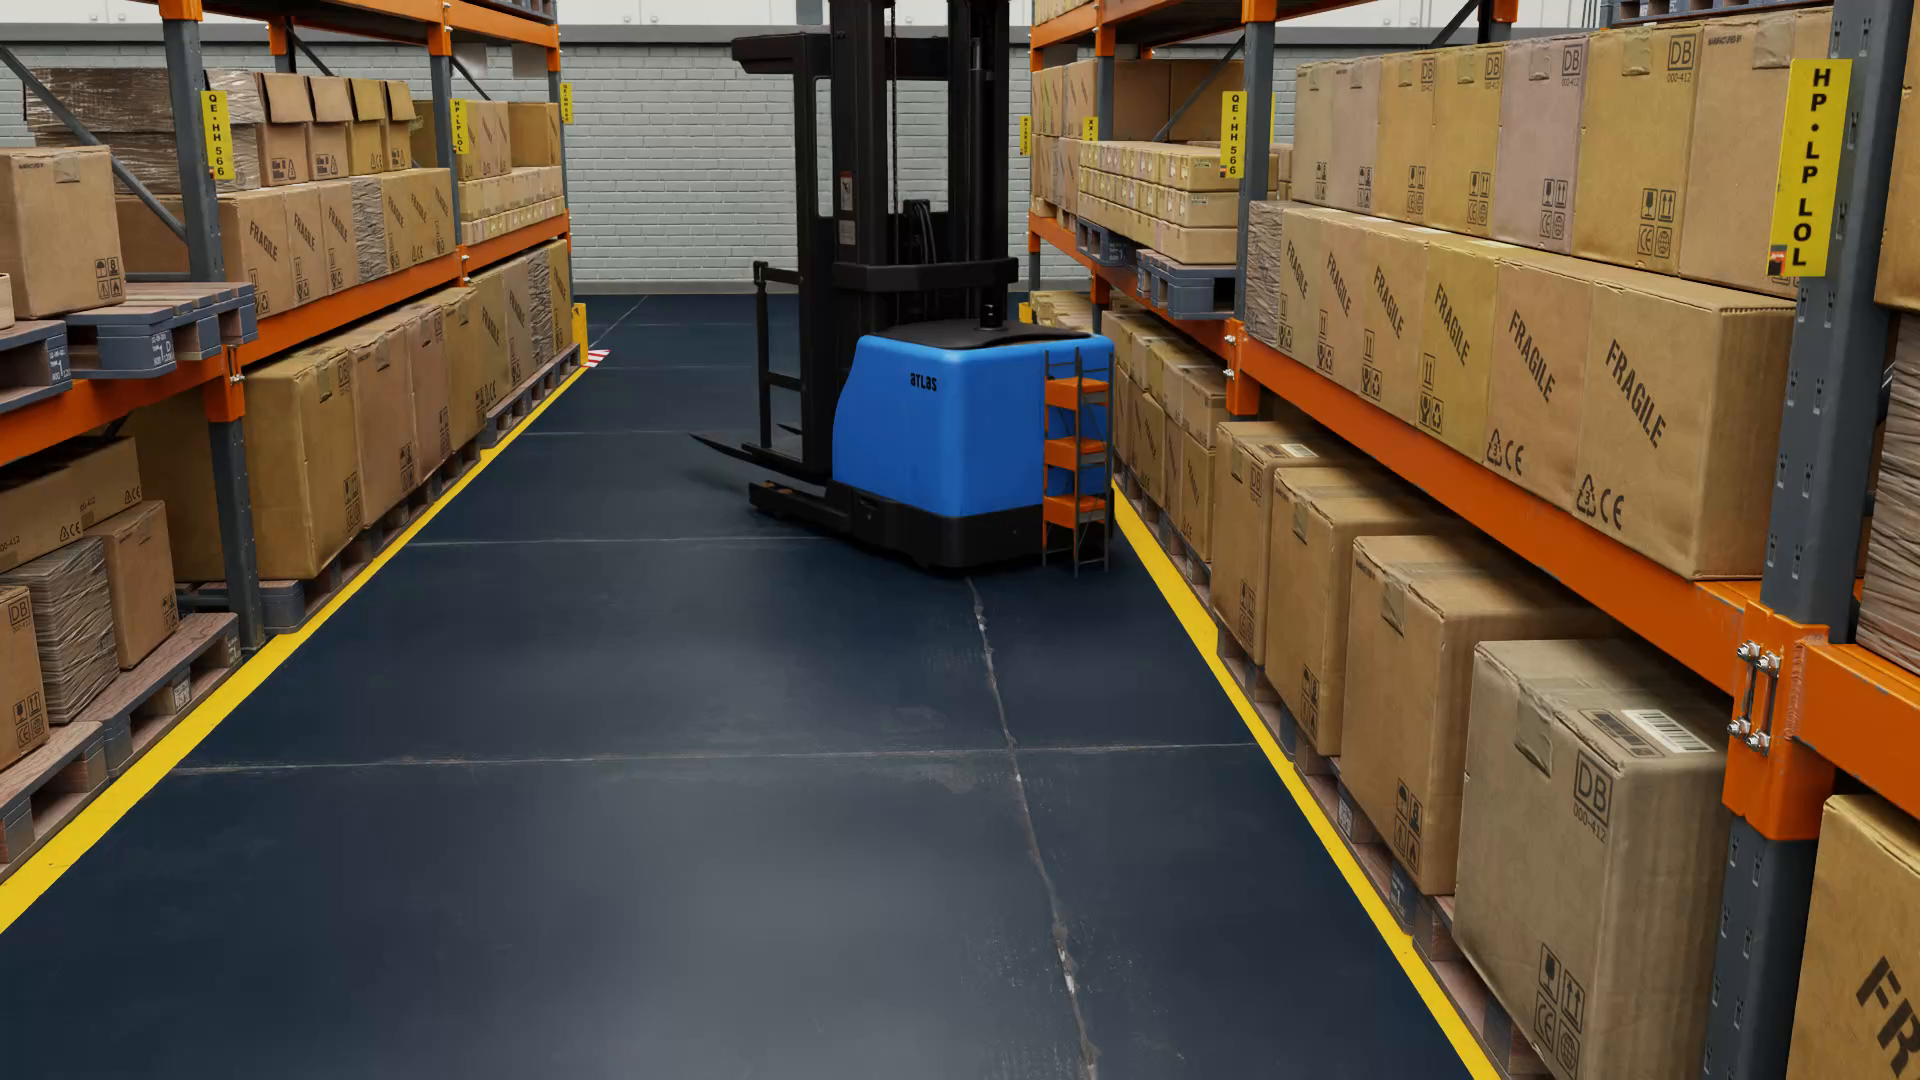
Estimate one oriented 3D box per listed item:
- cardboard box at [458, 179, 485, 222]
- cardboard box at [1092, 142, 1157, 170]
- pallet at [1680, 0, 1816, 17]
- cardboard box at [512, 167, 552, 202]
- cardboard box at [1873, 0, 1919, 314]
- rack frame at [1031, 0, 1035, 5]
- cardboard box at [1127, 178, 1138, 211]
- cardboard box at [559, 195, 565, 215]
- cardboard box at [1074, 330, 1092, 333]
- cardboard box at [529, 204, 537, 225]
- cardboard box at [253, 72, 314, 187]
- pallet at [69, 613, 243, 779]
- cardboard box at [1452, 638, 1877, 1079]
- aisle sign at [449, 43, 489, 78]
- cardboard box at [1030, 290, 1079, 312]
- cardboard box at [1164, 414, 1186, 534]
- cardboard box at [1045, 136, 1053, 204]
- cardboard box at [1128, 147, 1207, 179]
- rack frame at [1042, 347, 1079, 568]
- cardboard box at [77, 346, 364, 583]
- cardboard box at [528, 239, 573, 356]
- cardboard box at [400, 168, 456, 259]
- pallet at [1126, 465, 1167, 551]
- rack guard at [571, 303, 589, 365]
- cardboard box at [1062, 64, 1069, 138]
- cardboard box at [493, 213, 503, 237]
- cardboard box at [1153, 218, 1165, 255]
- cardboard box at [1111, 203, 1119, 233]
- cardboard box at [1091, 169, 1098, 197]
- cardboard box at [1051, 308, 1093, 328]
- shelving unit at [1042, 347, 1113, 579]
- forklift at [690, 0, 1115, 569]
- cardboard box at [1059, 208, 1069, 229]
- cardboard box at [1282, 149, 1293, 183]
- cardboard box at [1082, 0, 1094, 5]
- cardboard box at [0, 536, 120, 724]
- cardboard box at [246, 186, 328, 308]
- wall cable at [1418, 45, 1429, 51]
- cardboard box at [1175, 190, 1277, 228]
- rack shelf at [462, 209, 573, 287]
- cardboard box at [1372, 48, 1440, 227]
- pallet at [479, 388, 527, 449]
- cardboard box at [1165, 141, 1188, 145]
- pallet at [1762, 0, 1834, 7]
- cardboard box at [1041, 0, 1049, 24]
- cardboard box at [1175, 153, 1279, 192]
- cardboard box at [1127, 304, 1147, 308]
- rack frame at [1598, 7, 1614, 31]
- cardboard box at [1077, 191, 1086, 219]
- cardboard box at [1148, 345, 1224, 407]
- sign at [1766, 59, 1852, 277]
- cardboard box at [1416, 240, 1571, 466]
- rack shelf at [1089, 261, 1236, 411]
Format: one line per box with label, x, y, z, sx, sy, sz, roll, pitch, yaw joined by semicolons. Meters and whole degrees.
cardboard box;-3.373;-2.188;10.715;0.500;0.250;0.500;-1;14;-4
cardboard box;0.954;-2.179;9.443;0.380;0.149;0.250;-1;14;-3
pallet;6.173;-4.065;12.463;1.003;0.211;1.213;-1;14;-3
cardboard box;-3.527;-2.819;13.169;0.500;0.250;0.500;-1;14;-4
cardboard box;1.836;-0.561;2.219;0.875;0.550;0.550;-1;14;-3
rack frame;1.104;-5.947;13.582;1.000;3.000;0.127;-1;14;-3
cardboard box;1.033;-1.715;8.236;0.380;0.149;0.250;-1;14;-2
cardboard box;-3.502;-2.785;13.837;0.380;0.149;0.250;-1;14;-2
cardboard box;0.992;-1.367;11.505;0.380;0.149;0.250;-1;14;-4
cardboard box;-3.421;-2.467;12.599;0.380;0.149;0.250;-1;14;-3
cardboard box;-3.424;-1.879;7.597;0.797;0.503;0.637;-1;14;-2
pallet;-3.310;0.544;5.989;1.003;0.211;1.213;-1;14;-3
cardboard box;1.719;0.676;3.553;1.050;0.750;0.750;-1;14;-4
aisle sign;-4.157;-4.263;13.857;0.394;0.787;0.004;-1;14;-3
cardboard box;0.797;-2.017;14.032;0.380;0.149;0.250;-2;15;-6
cardboard box;1.270;-0.334;7.979;0.500;0.500;0.500;0;14;-1
cardboard box;0.932;-2.864;12.840;0.500;0.500;0.500;-1;14;-3
cardboard box;1.034;-1.859;8.198;0.380;0.149;0.250;0;14;-1
rack frame;0.480;-0.389;7.930;0.200;1.050;0.008;-10;18;-34
cardboard box;-3.379;-0.347;7.278;1.225;0.875;0.875;-2;15;-6
cardboard box;-3.733;-2.007;13.728;0.875;0.875;0.875;-1;14;-3
cardboard box;-3.303;-1.932;9.815;0.500;0.500;0.500;-1;14;-3
pallet;1.480;-0.199;8.876;1.003;0.211;1.213;-1;14;-3
rack guard;-3.854;-1.786;14.464;1.175;0.500;0.348;-1;14;-3
cardboard box;0.998;-3.093;11.722;0.500;0.500;0.500;-1;14;-2
cardboard box;-3.342;-2.149;11.363;0.380;0.149;0.250;-1;14;-5
cardboard box;1.080;-1.375;7.514;0.380;0.149;0.250;-1;14;-2
cardboard box;1.003;-1.699;8.772;0.380;0.149;0.250;-1;14;-4
cardboard box;0.952;-2.039;9.497;0.380;0.149;0.250;-1;14;-2
cardboard box;0.899;-1.690;12.761;0.380;0.149;0.250;-1;14;-3
shelving unit;0.550;-0.364;7.834;0.215;1.050;0.252;-10;18;-34
forklift;-0.497;-1.593;8.836;1.130;2.935;3.031;-10;18;-34
cardboard box;0.932;-2.381;12.263;0.380;0.149;0.250;-1;14;-2
cardboard box;1.719;-1.734;7.713;0.380;0.149;0.250;-1;15;-6
cardboard box;1.052;-3.545;10.566;0.500;0.250;0.500;-1;14;-2
cardboard box;-3.248;0.301;5.472;0.700;0.500;0.500;-2;15;-8
cardboard box;-3.150;-1.303;7.369;0.500;0.500;0.500;-1;14;-5
wall cable;5.666;-5.053;20.043;0.585;1.953;0.123;-1;14;-3
cardboard box;1.115;-1.394;6.989;0.380;0.149;0.250;-1;14;-2
rack shelf;-3.729;-2.145;12.286;1.077;0.370;4.000;-1;14;-3
cardboard box;1.684;-1.220;5.041;0.700;0.500;0.500;-1;14;-4
pallet;-3.574;-0.836;11.351;1.003;0.211;1.213;-1;14;-3
cardboard box;1.573;-2.367;10.908;0.500;0.500;0.500;-1;14;-4
pallet;6.246;-3.762;11.287;1.003;0.211;1.213;-1;14;-3
cardboard box;0.905;-4.175;13.016;0.500;0.250;0.500;0;14;-2
cardboard box;1.112;-1.537;6.948;0.380;0.149;0.250;-1;15;-6
cardboard box;1.516;-1.768;13.062;0.380;0.149;0.250;0;14;-1
rack frame;6.038;-3.144;14.724;1.000;3.000;0.127;-1;14;-3
cardboard box;0.917;-2.024;10.034;0.380;0.149;0.250;-2;15;-6
cardboard box;1.238;-0.826;8.388;0.500;0.250;0.500;-1;14;-2
sign;1.307;-0.569;2.554;0.100;0.325;0.005;-1;14;-3
cardboard box;1.486;-0.483;4.183;0.500;0.500;0.500;-1;14;-3
rack shelf;1.476;-1.201;8.620;1.077;0.370;4.000;-1;14;-3
